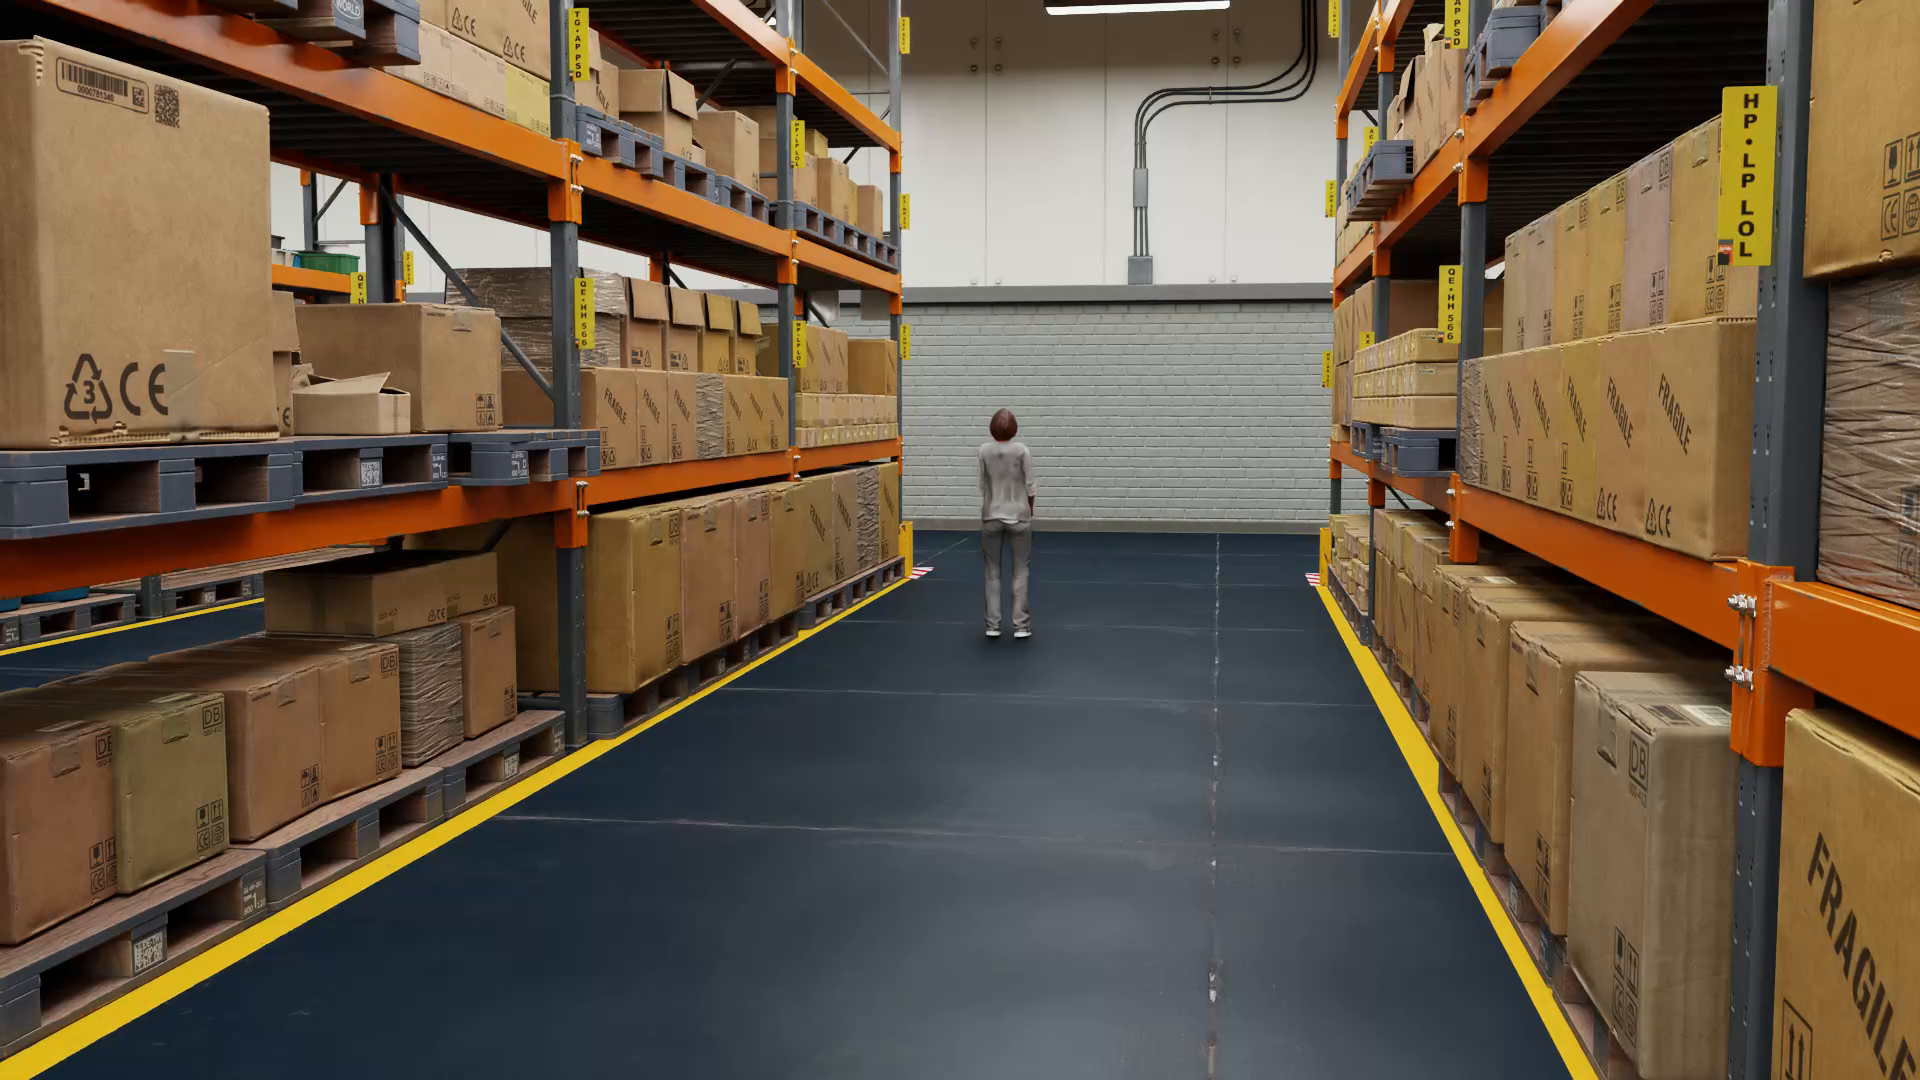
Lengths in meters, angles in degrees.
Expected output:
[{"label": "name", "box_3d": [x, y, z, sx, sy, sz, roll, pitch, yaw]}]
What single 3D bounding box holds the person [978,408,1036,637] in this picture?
[{"label": "person", "box_3d": [0.333, -0.121, 11.635, 0.404, 1.596, 0.490, 1, 5, 9]}]
